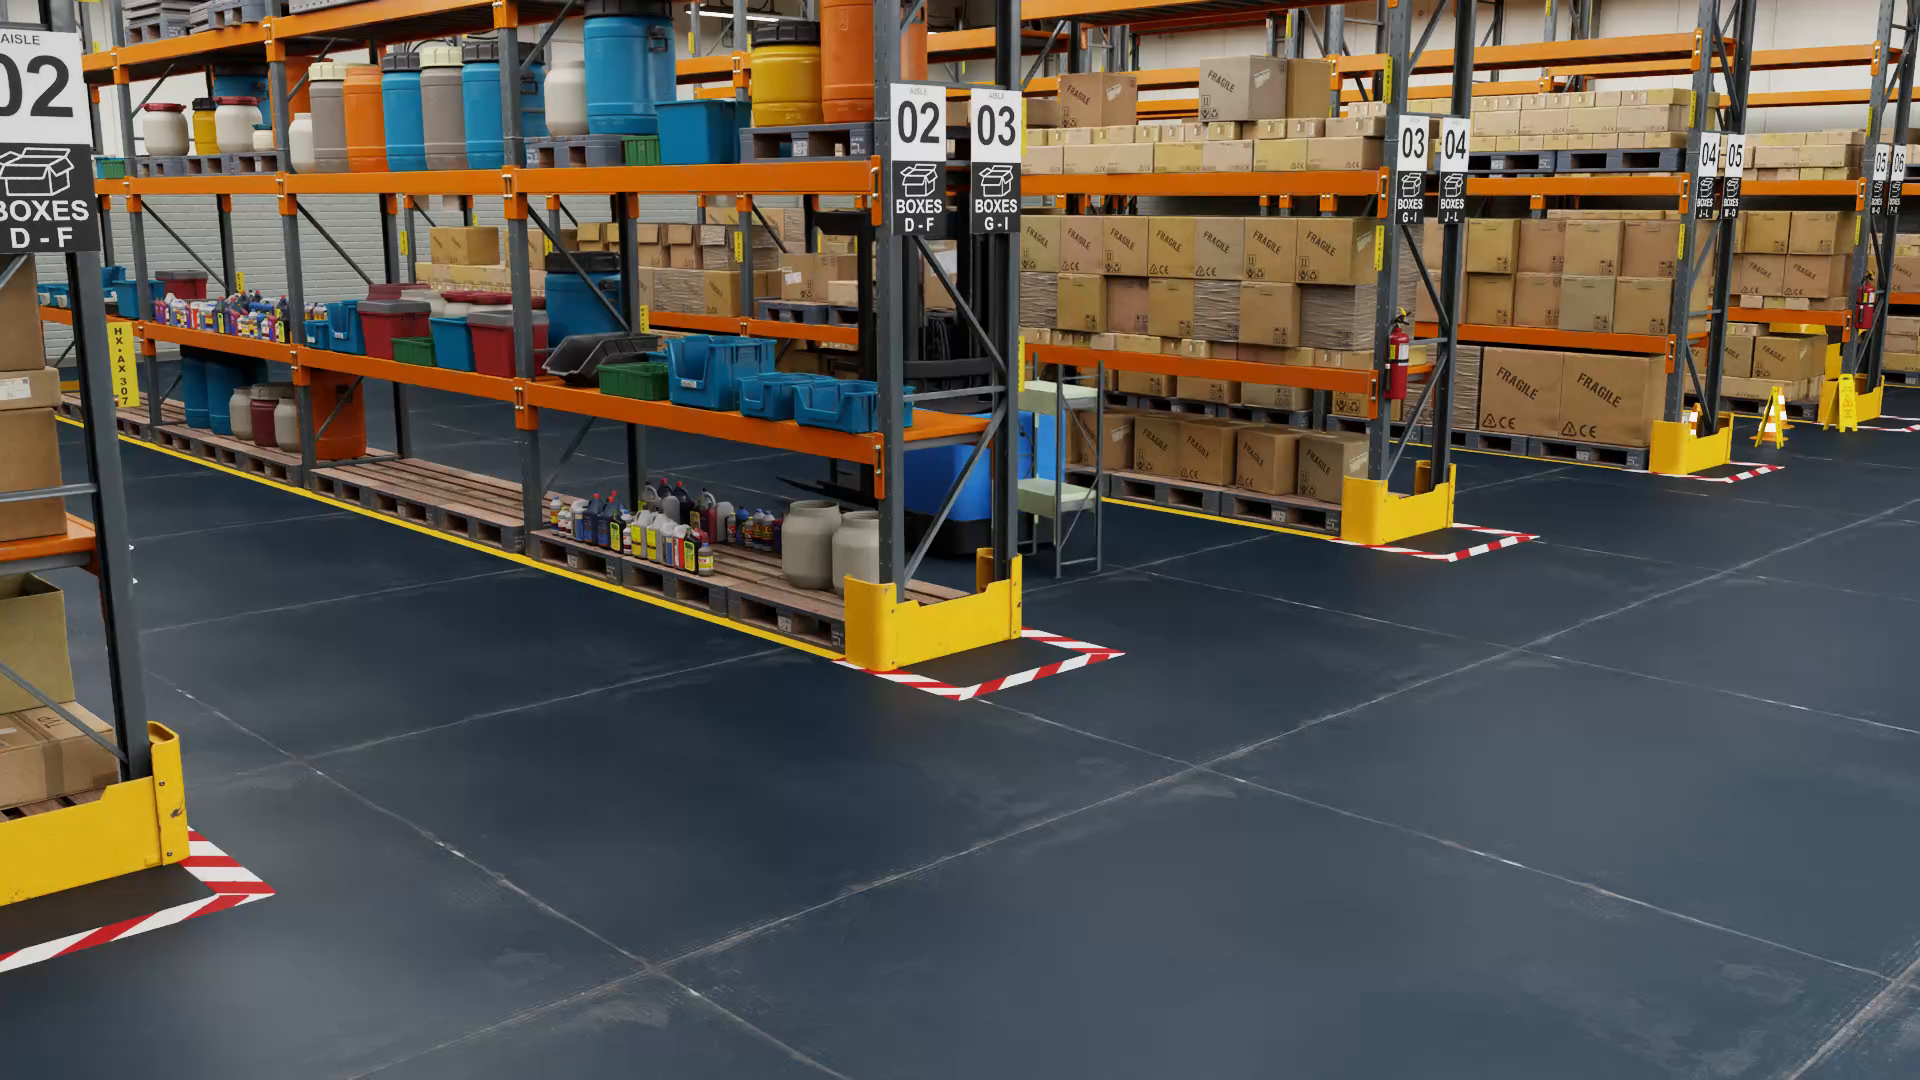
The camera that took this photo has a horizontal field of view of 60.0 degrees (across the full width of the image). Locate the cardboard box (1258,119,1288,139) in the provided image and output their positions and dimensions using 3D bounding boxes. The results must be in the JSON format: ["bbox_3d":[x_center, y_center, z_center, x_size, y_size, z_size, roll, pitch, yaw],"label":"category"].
[{"bbox_3d":[2.554,-3.218,13.046,0.380,0.149,0.250,-11,16,-42],"label":"cardboard box"}]

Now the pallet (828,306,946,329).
[{"bbox_3d":[-0.603,-2.308,17.155,1.003,0.211,1.213,-11,16,-43],"label":"pallet"}]

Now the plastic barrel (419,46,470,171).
[{"bbox_3d":[-3.779,-3.265,12.650,0.600,0.901,0.600,0,12,0],"label":"plastic barrel"}]

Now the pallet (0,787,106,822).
[{"bbox_3d":[-4.200,1.122,6.940,1.003,0.211,1.213,-11,16,-43],"label":"pallet"}]

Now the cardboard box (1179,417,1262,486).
[{"bbox_3d":[2.250,-0.769,14.363,0.500,0.500,0.500,-9,15,-37],"label":"cardboard box"}]

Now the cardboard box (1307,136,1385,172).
[{"bbox_3d":[3.009,-2.948,12.725,0.500,0.250,0.500,-10,16,-41],"label":"cardboard box"}]

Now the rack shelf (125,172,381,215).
[{"bbox_3d":[-6.963,-3.403,16.347,1.077,0.370,4.000,-11,16,-43],"label":"rack shelf"}]

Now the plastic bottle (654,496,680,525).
[{"bbox_3d":[-2.123,-0.186,12.042,0.152,0.276,0.135,-11,16,-43],"label":"plastic bottle"}]

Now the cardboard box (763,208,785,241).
[{"bbox_3d":[-2.698,-4.885,25.727,0.500,0.500,0.500,11,16,43],"label":"cardboard box"}]

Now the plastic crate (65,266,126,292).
[{"bbox_3d":[-10.740,-3.186,20.707,0.616,0.435,0.499,-11,16,-43],"label":"plastic crate"}]

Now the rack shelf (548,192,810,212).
[{"bbox_3d":[-3.380,-4.094,19.697,1.077,0.370,4.000,-11,16,-43],"label":"rack shelf"}]

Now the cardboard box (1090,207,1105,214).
[{"bbox_3d":[2.376,-5.588,28.269,0.380,0.149,0.250,-11,16,-43],"label":"cardboard box"}]

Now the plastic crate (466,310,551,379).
[{"bbox_3d":[-3.375,-1.470,12.456,0.402,0.464,0.583,-11,16,-43],"label":"plastic crate"}]

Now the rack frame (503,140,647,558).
[{"bbox_3d":[-2.819,-1.411,12.327,1.000,3.000,0.127,-11,16,-43],"label":"rack frame"}]

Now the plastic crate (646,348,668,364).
[{"bbox_3d":[-1.858,-1.215,11.741,0.499,0.251,0.616,-11,16,-43],"label":"plastic crate"}]

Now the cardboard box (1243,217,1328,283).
[{"bbox_3d":[2.617,-2.320,13.275,0.500,0.500,0.500,-11,16,-43],"label":"cardboard box"}]

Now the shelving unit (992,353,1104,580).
[{"bbox_3d":[0.614,-0.544,11.835,0.431,1.500,0.755,-8,14,-35],"label":"shelving unit"}]

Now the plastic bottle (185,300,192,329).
[{"bbox_3d":[-7.786,-2.279,16.828,0.061,0.283,0.133,-11,16,-43],"label":"plastic bottle"}]

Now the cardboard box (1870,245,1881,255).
[{"bbox_3d":[13.124,-4.119,23.613,0.250,0.149,0.380,11,16,43],"label":"cardboard box"}]

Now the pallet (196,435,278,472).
[{"bbox_3d":[-6.994,-0.916,16.836,1.003,0.211,1.213,-11,16,-43],"label":"pallet"}]

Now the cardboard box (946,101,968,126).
[{"bbox_3d":[-0.141,-4.046,16.388,0.797,0.503,0.637,-10,15,-40],"label":"cardboard box"}]

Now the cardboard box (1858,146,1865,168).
[{"bbox_3d":[10.538,-4.550,19.765,0.500,0.250,0.500,-11,16,-44],"label":"cardboard box"}]

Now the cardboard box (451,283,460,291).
[{"bbox_3d":[-6.806,-3.482,23.001,0.380,0.149,0.250,-11,16,-44],"label":"cardboard box"}]

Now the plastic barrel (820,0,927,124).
[{"bbox_3d":[-0.484,-2.766,9.363,0.600,0.830,0.708,-11,16,-43],"label":"plastic barrel"}]

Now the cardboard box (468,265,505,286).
[{"bbox_3d":[-6.315,-3.593,22.552,0.500,0.250,0.500,-11,16,-44],"label":"cardboard box"}]

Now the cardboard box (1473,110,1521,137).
[{"bbox_3d":[5.604,-4.243,16.983,0.500,0.250,0.500,-11,16,-42],"label":"cardboard box"}]

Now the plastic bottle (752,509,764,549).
[{"bbox_3d":[-1.389,-0.079,11.533,0.097,0.271,0.097,0,12,0],"label":"plastic bottle"}]

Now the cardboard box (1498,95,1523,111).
[{"bbox_3d":[5.651,-4.410,16.806,0.380,0.149,0.250,-11,16,-42],"label":"cardboard box"}]

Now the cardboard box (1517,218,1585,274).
[{"bbox_3d":[6.219,-3.024,17.107,0.875,0.550,0.550,-11,16,-43],"label":"cardboard box"}]

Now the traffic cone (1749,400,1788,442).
[{"bbox_3d":[8.895,-1.335,18.243,0.336,0.463,0.334,-11,16,-43],"label":"traffic cone"}]

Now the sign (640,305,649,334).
[{"bbox_3d":[-2.414,-1.622,12.663,0.100,0.325,0.005,-11,16,-43],"label":"sign"}]

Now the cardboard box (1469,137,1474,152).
[{"bbox_3d":[5.307,-4.092,17.241,0.380,0.149,0.250,-11,16,-43],"label":"cardboard box"}]

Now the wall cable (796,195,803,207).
[{"bbox_3d":[-3.250,-6.750,35.724,0.588,1.984,0.122,-11,16,-43],"label":"wall cable"}]

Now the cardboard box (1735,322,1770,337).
[{"bbox_3d":[9.649,-2.567,20.246,0.380,0.149,0.250,-10,15,-41],"label":"cardboard box"}]

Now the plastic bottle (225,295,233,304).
[{"bbox_3d":[-7.838,-2.505,17.946,0.152,0.276,0.135,-11,16,-43],"label":"plastic bottle"}]

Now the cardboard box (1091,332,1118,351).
[{"bbox_3d":[1.372,-1.757,14.626,0.380,0.149,0.250,-11,16,-43],"label":"cardboard box"}]

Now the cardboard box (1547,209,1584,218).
[{"bbox_3d":[8.078,-4.072,21.780,0.700,0.500,0.500,-11,16,-43],"label":"cardboard box"}]

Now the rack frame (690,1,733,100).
[{"bbox_3d":[-3.867,-7.467,26.855,1.000,3.000,0.127,-11,16,-43],"label":"rack frame"}]

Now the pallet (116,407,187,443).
[{"bbox_3d":[-8.880,-1.315,18.770,1.003,0.211,1.213,-11,16,-43],"label":"pallet"}]

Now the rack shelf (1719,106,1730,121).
[{"bbox_3d":[10.137,-6.856,26.664,1.077,0.370,4.000,-11,16,-43],"label":"rack shelf"}]

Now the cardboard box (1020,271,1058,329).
[{"bbox_3d":[1.029,-2.222,15.276,0.875,0.500,0.500,-11,16,-43],"label":"cardboard box"}]

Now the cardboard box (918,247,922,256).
[{"bbox_3d":[-0.445,-4.046,23.224,0.380,0.149,0.250,-11,16,-43],"label":"cardboard box"}]

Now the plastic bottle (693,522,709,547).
[{"bbox_3d":[-1.720,0.025,10.997,0.061,0.283,0.133,-11,16,-43],"label":"plastic bottle"}]

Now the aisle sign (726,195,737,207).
[{"bbox_3d":[-3.700,-5.855,27.453,0.394,0.787,0.004,-11,16,-43],"label":"aisle sign"}]

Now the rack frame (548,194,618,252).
[{"bbox_3d":[-4.762,-3.269,21.344,1.000,3.000,0.127,-11,16,-43],"label":"rack frame"}]

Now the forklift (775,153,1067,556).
[{"bbox_3d":[-0.459,-1.564,13.242,1.130,2.935,3.031,-8,14,-35],"label":"forklift"}]

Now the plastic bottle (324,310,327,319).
[{"bbox_3d":[-6.185,-2.173,16.314,0.061,0.283,0.133,-11,16,-43],"label":"plastic bottle"}]

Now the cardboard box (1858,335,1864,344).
[{"bbox_3d":[13.008,-2.869,23.938,0.500,0.250,0.500,-11,16,-44],"label":"cardboard box"}]

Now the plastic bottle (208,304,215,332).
[{"bbox_3d":[-7.373,-2.191,16.431,0.097,0.271,0.097,0,12,0],"label":"plastic bottle"}]

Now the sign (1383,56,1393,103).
[{"bbox_3d":[3.110,-3.346,12.090,0.100,0.325,0.005,-11,16,-43],"label":"sign"}]

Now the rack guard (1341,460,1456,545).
[{"bbox_3d":[3.473,-0.304,13.149,1.175,0.500,0.348,-11,16,-43],"label":"rack guard"}]

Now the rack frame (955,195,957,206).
[{"bbox_3d":[-0.356,-5.234,30.880,1.000,3.000,0.127,-11,16,-43],"label":"rack frame"}]

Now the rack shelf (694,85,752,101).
[{"bbox_3d":[-2.486,-6.821,25.511,1.077,0.370,4.000,-11,16,-43],"label":"rack shelf"}]

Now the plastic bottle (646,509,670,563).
[{"bbox_3d":[-2.009,-0.037,11.130,0.144,0.351,0.185,-10,15,-40],"label":"plastic bottle"}]

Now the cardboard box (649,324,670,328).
[{"bbox_3d":[-3.687,-2.213,20.443,0.875,0.875,1.225,11,16,43],"label":"cardboard box"}]

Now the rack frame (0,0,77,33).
[{"bbox_3d":[-3.642,-3.076,5.540,1.000,3.000,0.127,-11,16,-43],"label":"rack frame"}]

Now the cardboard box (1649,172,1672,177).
[{"bbox_3d":[8.795,-4.548,20.743,0.380,0.149,0.250,-11,16,-44],"label":"cardboard box"}]
